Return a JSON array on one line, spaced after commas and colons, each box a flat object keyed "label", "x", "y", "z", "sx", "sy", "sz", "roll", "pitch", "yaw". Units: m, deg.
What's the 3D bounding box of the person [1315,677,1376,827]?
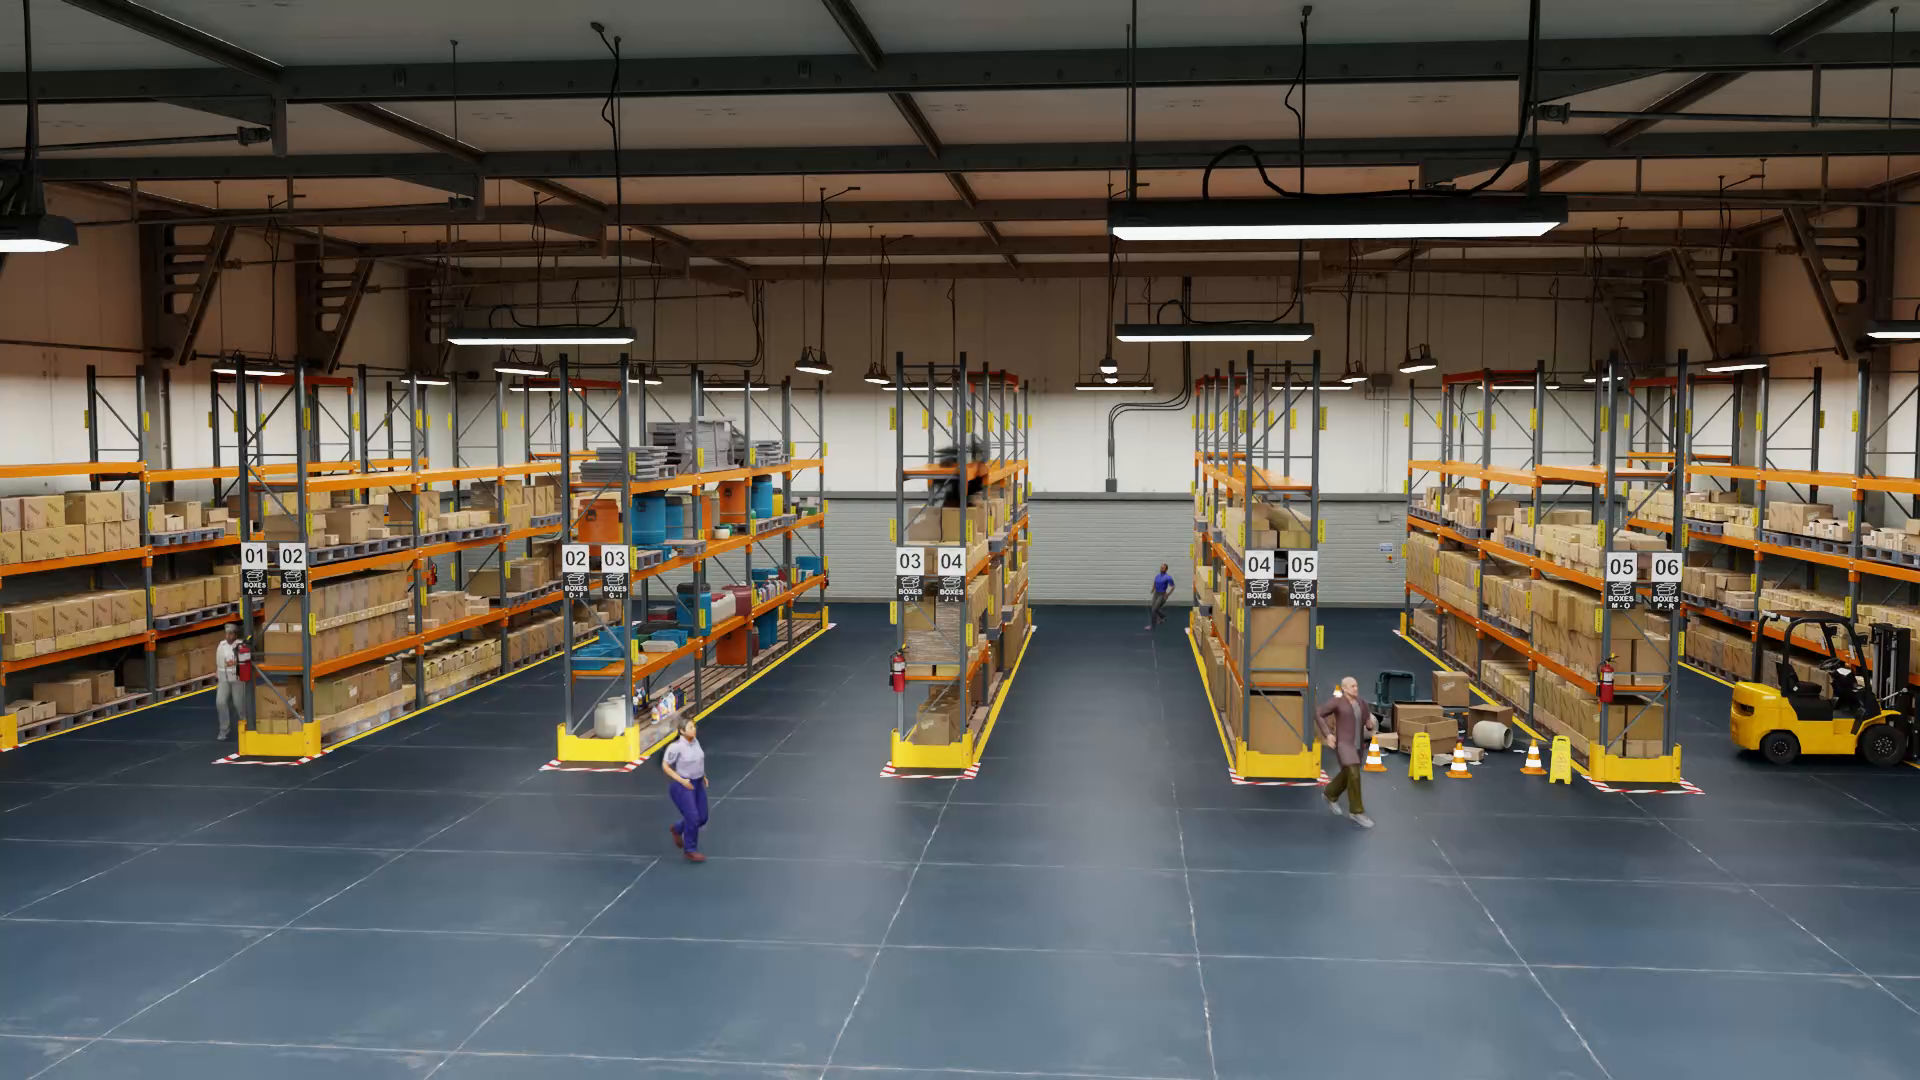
[{"label": "person", "x": 4.860, "y": 2.608, "z": 20.811, "sx": 0.693, "sy": 1.801, "sz": 0.968, "roll": -3, "pitch": 5, "yaw": -36}]

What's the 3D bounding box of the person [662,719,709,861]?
[{"label": "person", "x": -3.167, "y": 2.851, "z": 19.053, "sx": 0.598, "sy": 1.606, "sz": 0.614, "roll": 2, "pitch": 5, "yaw": 30}]

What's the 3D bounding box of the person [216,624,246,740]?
[{"label": "person", "x": -11.574, "y": 2.244, "z": 26.463, "sx": 0.641, "sy": 1.852, "sz": 0.770, "roll": 0, "pitch": 4, "yaw": -2}]

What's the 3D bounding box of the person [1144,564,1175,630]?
[{"label": "person", "x": 4.858, "y": 1.362, "z": 40.002, "sx": 0.755, "sy": 1.597, "sz": 0.633, "roll": -3, "pitch": 5, "yaw": -40}]
